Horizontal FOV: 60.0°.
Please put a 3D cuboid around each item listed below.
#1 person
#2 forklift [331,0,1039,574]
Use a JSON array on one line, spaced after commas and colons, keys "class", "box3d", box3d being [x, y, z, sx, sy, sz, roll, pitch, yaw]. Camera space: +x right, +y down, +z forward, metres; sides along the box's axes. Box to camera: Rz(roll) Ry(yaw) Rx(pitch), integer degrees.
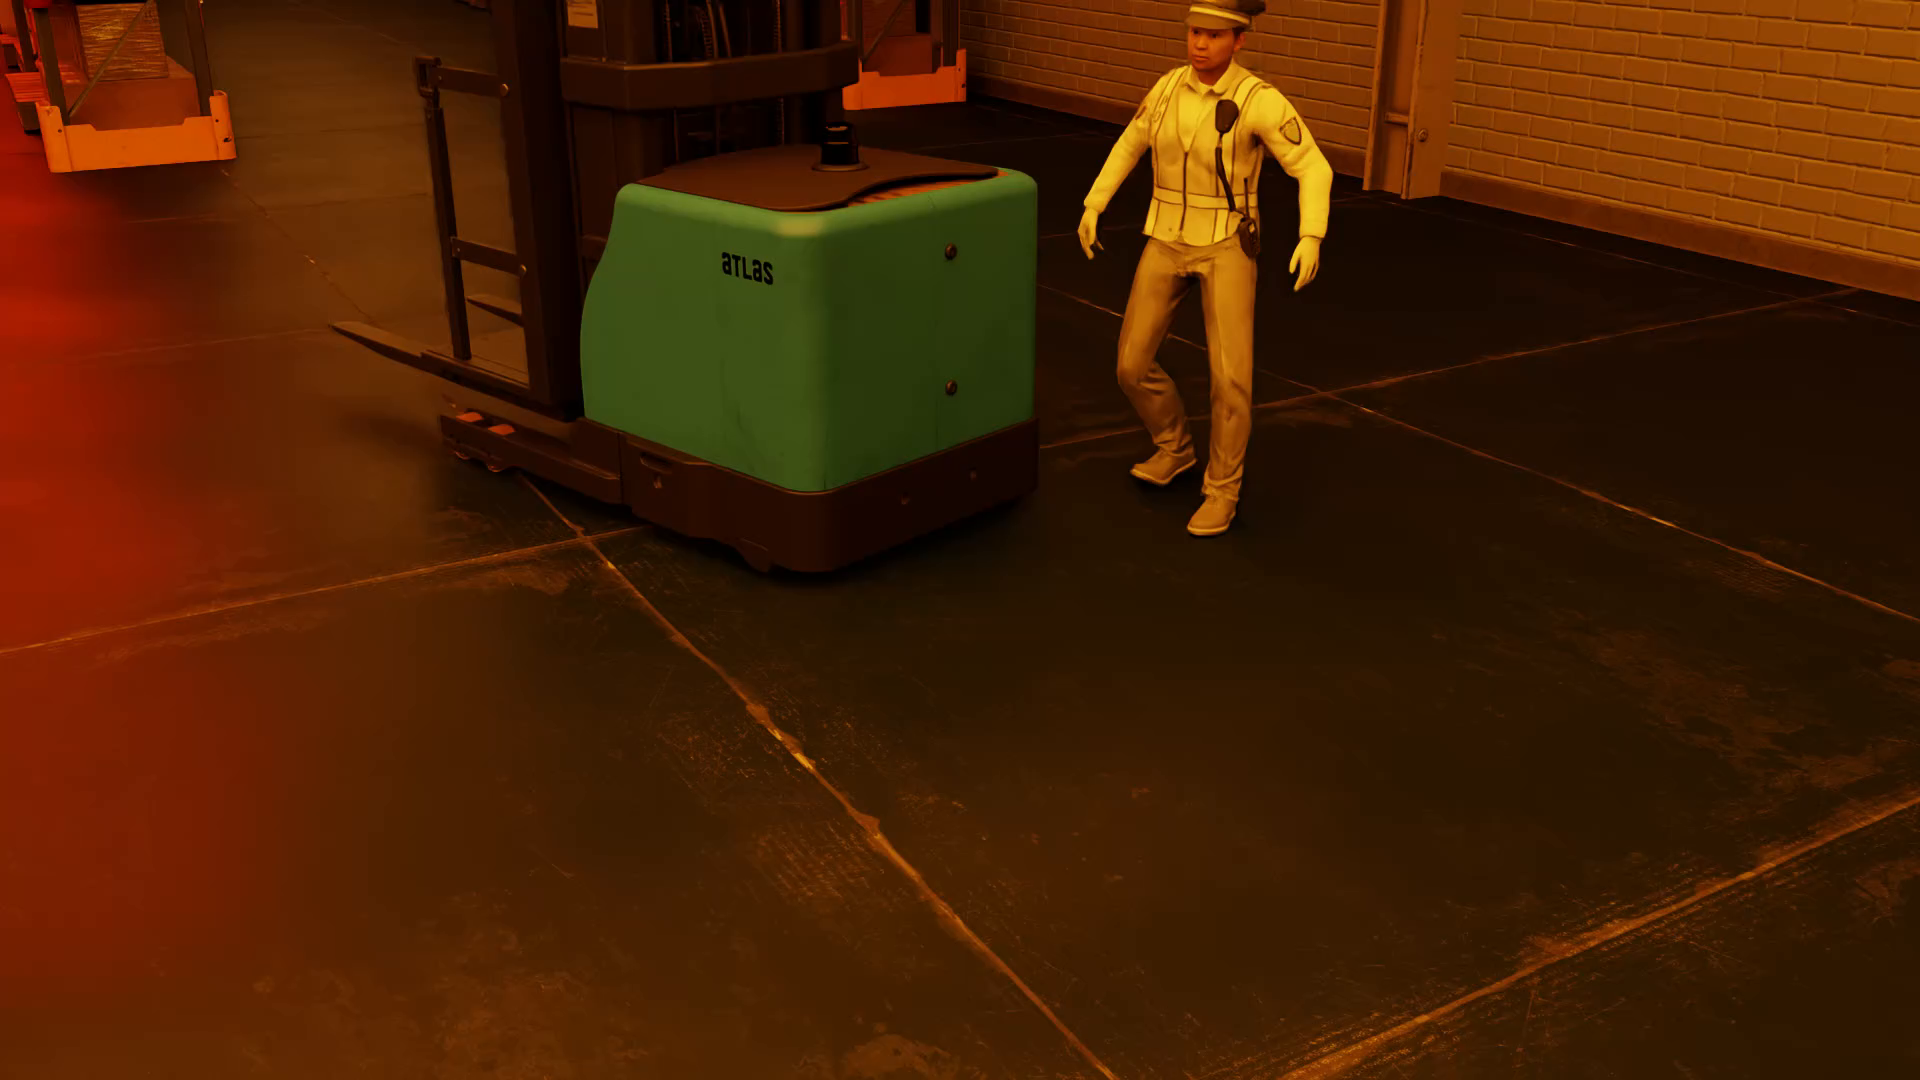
[{"class": "person", "box3d": [0.707, -0.882, 5.166, 0.822, 1.631, 0.529, 16, 27, 34]}, {"class": "forklift", "box3d": [-1.174, -1.714, 5.452, 3.031, 2.935, 1.130, 19, 29, 39]}]
